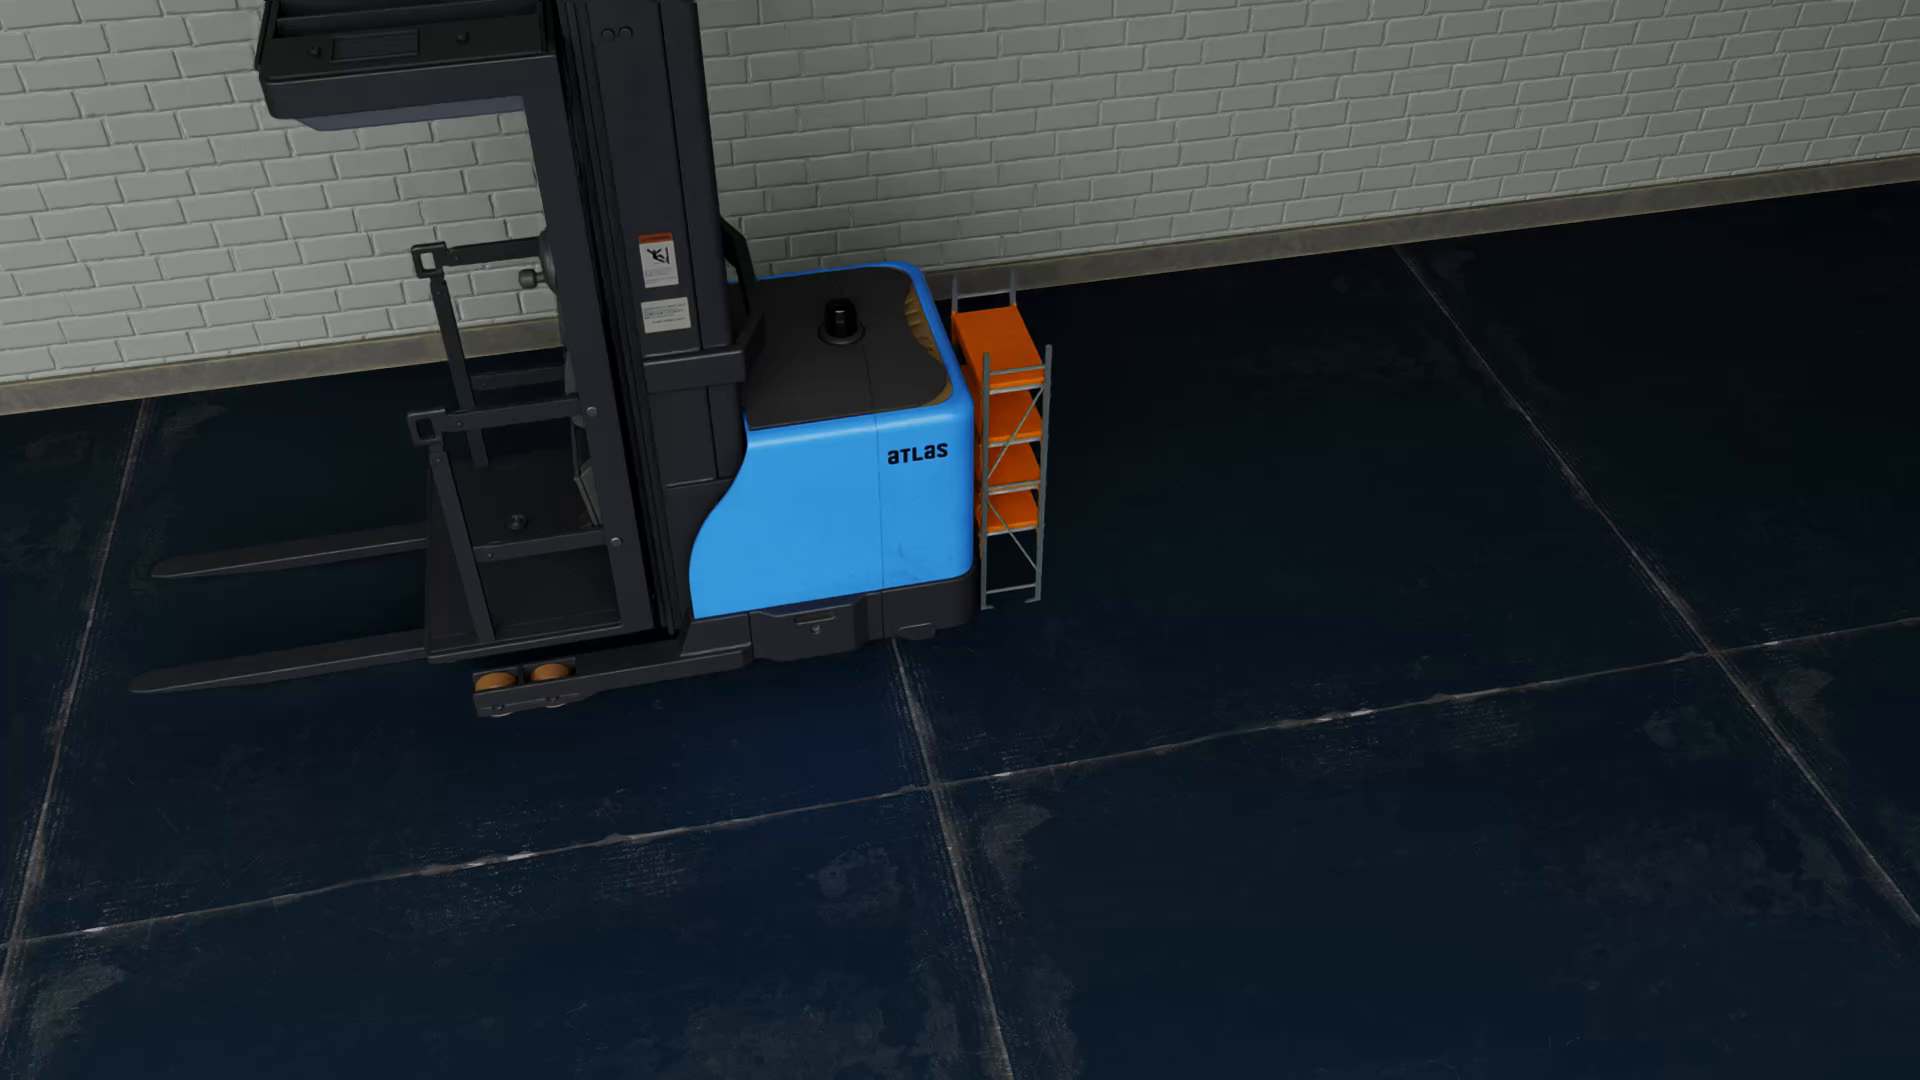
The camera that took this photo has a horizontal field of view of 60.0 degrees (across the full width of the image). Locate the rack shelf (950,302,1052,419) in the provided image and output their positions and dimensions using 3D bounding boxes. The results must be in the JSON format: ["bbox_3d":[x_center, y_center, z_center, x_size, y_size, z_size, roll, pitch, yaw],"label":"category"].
[{"bbox_3d":[0.142,-0.652,5.988,0.258,0.148,0.480,-9,42,-10],"label":"rack shelf"}]

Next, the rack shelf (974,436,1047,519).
[{"bbox_3d":[0.141,-0.307,6.294,0.258,0.148,0.480,-9,42,-10],"label":"rack shelf"}]

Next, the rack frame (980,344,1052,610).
[{"bbox_3d":[0.197,-0.200,6.071,0.240,1.200,0.015,-9,42,-10],"label":"rack frame"}]

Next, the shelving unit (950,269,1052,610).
[{"bbox_3d":[0.141,-0.358,6.249,0.258,1.200,0.503,-9,42,-10],"label":"shelving unit"}]

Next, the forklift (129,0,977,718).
[{"bbox_3d":[-1.509,-0.843,5.492,3.031,2.935,1.130,-9,42,-10],"label":"forklift"}]

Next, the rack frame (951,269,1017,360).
[{"bbox_3d":[0.086,-0.515,6.427,0.240,1.200,0.015,-9,42,-10],"label":"rack frame"}]

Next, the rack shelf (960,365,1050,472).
[{"bbox_3d":[0.142,-0.475,6.145,0.258,0.148,0.480,-9,42,-10],"label":"rack shelf"}]

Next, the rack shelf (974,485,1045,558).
[{"bbox_3d":[0.141,-0.159,6.425,0.258,0.148,0.480,-9,42,-10],"label":"rack shelf"}]
